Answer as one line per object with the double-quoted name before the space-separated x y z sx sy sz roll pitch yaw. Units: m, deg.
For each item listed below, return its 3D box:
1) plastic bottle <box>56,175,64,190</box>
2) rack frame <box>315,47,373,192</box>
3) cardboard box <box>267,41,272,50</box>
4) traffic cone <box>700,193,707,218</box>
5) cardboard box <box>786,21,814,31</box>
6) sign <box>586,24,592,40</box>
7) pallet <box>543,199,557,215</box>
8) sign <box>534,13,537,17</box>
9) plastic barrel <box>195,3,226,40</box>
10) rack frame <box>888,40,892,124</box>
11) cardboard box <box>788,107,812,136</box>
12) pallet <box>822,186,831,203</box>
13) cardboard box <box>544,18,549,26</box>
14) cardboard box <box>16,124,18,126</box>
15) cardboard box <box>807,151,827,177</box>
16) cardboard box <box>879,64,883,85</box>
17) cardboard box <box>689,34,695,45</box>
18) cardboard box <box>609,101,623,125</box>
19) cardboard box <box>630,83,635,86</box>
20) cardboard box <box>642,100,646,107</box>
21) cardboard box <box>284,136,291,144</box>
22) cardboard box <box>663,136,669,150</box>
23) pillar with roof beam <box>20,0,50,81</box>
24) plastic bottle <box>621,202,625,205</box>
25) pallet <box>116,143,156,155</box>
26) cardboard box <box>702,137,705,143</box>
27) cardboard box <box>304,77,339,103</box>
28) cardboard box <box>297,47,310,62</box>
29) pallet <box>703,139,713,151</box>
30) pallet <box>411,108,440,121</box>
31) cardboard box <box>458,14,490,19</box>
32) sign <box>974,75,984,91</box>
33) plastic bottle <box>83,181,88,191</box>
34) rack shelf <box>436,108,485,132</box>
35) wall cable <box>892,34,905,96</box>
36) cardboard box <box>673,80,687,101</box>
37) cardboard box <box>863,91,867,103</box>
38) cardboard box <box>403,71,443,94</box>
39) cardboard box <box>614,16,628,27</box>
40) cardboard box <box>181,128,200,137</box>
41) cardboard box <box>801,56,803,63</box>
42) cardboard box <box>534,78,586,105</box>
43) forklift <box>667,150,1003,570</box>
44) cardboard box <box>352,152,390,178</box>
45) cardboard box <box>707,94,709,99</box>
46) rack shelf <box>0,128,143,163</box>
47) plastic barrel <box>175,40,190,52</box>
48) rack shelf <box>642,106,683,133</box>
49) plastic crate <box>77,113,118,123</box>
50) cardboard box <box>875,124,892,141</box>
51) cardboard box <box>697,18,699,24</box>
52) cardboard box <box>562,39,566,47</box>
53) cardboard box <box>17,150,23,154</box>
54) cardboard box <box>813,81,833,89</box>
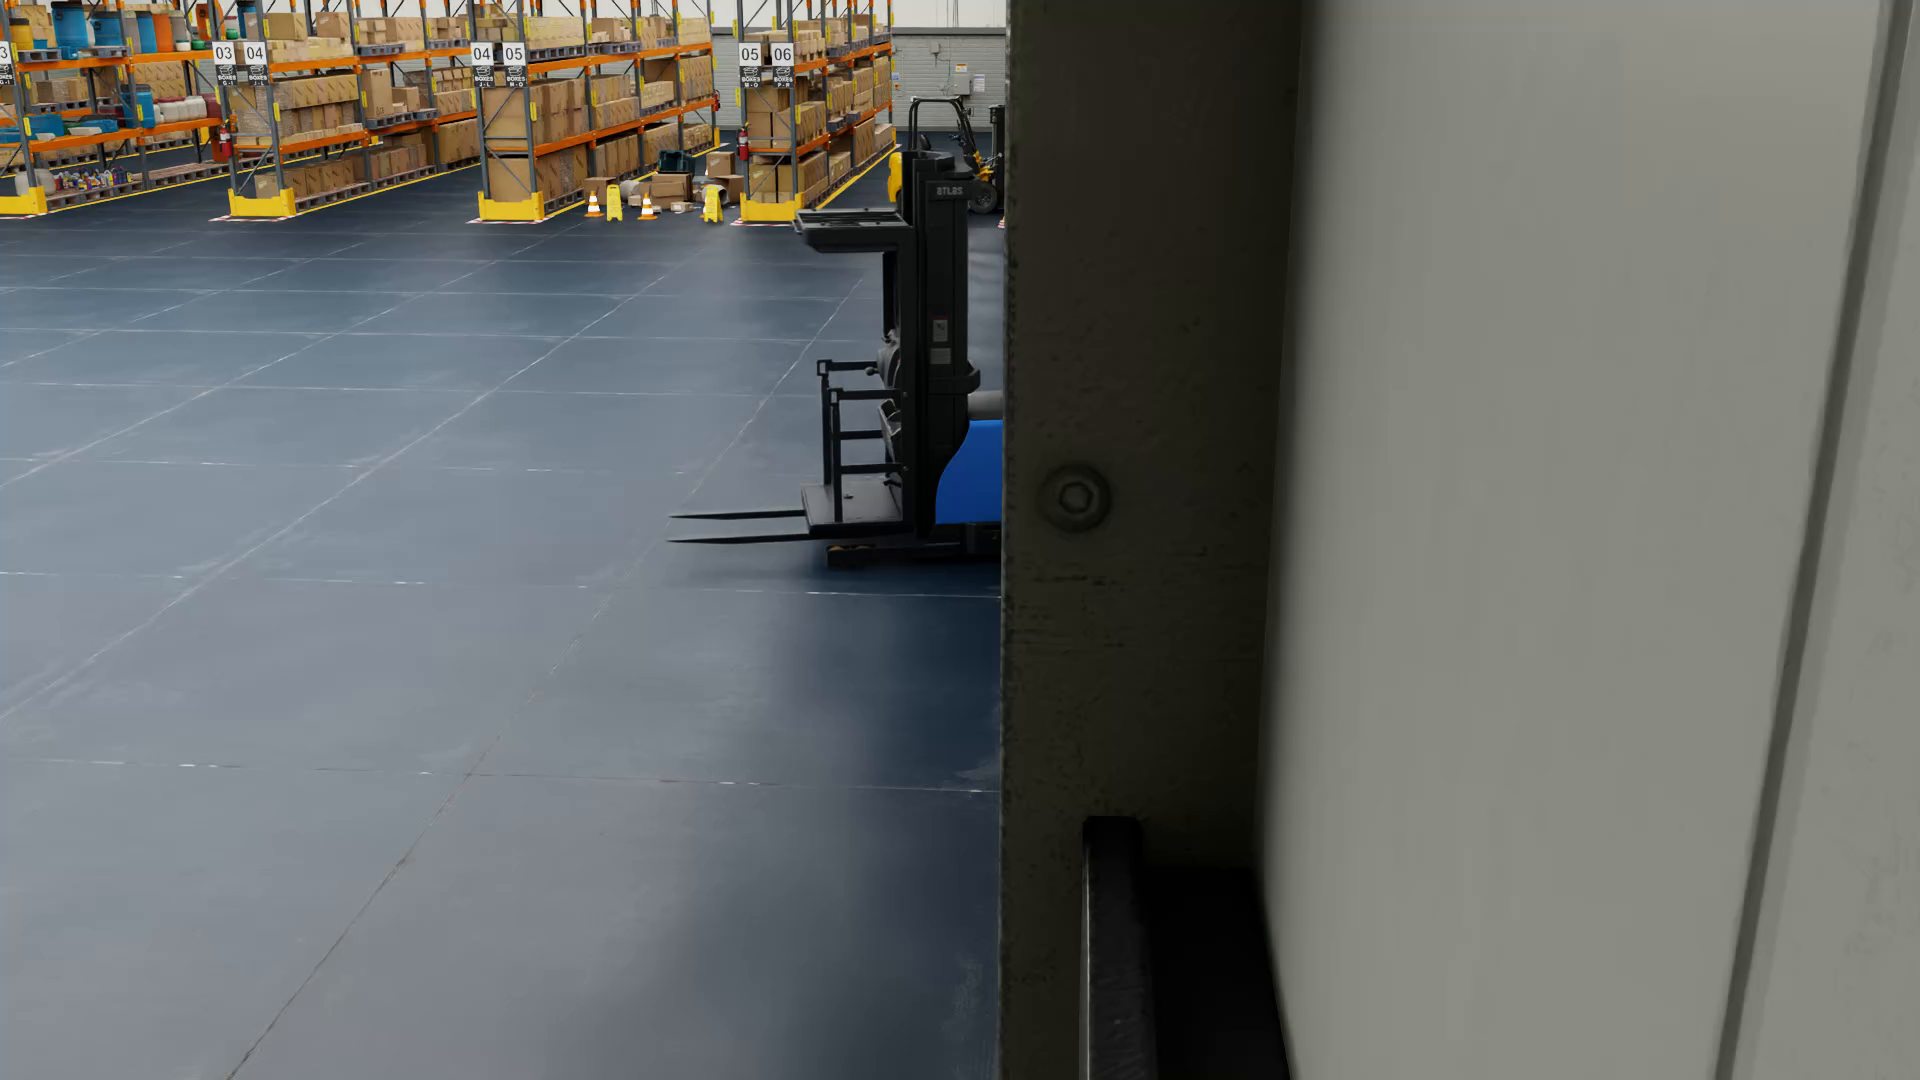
"plastic bottle" -18.513 -7.351 34.195 0.061 0.283 0.133 1 18 4
"rack frame" -13.132 -8.909 35.294 1.000 3.000 0.127 1 18 4
"cardboard box" -13.168 -9.290 31.242 0.380 0.149 0.250 1 18 4
"traffic cone" -4.790 -6.402 31.718 0.336 0.463 0.334 1 18 4
"cardboard box" -3.333 -10.662 34.590 0.500 0.250 0.500 2 18 5
"sign" -7.638 -10.463 34.264 0.100 0.325 0.005 1 18 4
"pallet" -8.499 -6.449 32.266 1.003 0.211 1.213 1 18 4
"sign" -11.731 -14.428 46.025 0.100 0.325 0.005 1 18 4
"plastic barrel" -17.742 -12.267 39.361 0.600 0.830 0.708 1 18 4
"rack frame" -2.387 -12.414 45.993 1.000 3.000 0.127 1 18 4
"cardboard box" -3.154 -8.094 32.169 0.500 0.500 0.500 1 18 3
"pallet" -3.260 -7.153 34.414 1.003 0.211 1.213 1 18 4
"cardboard box" -8.064 -9.869 31.694 0.380 0.149 0.250 1 18 3
"cardboard box" -27.044 -11.759 47.334 0.700 0.500 0.500 1 18 4
"cardboard box" -3.022 -7.747 34.285 0.500 0.500 0.500 1 18 3
"cardboard box" -2.308 -12.153 43.428 0.500 0.500 0.500 2 18 5
"cardboard box" -7.238 -13.060 43.387 0.500 0.250 0.500 2 18 6
"cardboard box" -7.775 -9.441 36.758 0.500 0.500 0.500 2 18 5
"cardboard box" -8.178 -11.179 40.995 0.380 0.149 0.250 1 18 3
"cardboard box" -7.652 -10.307 39.290 0.380 0.149 0.250 2 18 7
"cardboard box" -13.123 -7.707 32.031 0.380 0.149 0.250 1 18 4
"cardboard box" -7.498 -9.709 41.076 0.500 0.500 0.500 1 18 3
"pillar with roof beam" -23.469 -16.580 49.071 9.100 9.000 0.400 1 18 4
"plastic bottle" -6.902 -6.779 33.514 0.283 0.061 0.133 -5 19 -15
"pallet" -22.389 -10.504 44.640 1.003 0.211 1.213 1 18 4
"cardboard box" -7.144 -10.850 45.123 0.380 0.149 0.250 0 18 1
"cardboard box" -12.961 -9.116 33.683 0.500 0.500 0.500 1 18 4
"cardboard box" -13.056 -9.478 32.456 0.500 0.250 0.500 1 18 4
"pallet" -7.431 -10.893 45.829 1.003 0.211 1.213 1 18 4
"pallet" -12.790 -9.836 38.432 1.213 0.211 1.003 1 18 4
"cardboard box" -12.562 -13.358 43.059 0.700 0.500 0.500 0 18 1
"sign" 0.586 -14.082 51.235 0.329 0.494 0.001 1 18 4
"plastic bottle" -17.911 -7.244 34.002 0.097 0.201 0.097 0 18 0
"rack shelf" -12.702 -10.430 41.093 1.077 0.370 4.000 1 18 4
"wall cable" -2.006 -14.664 51.176 0.585 1.953 0.123 1 18 4
"cardboard box" -7.332 -11.588 42.833 0.500 0.500 0.500 1 18 3
"cardboard box" -2.542 -10.720 40.260 0.500 0.250 0.500 2 18 5
"cardboard box" -12.777 -10.902 39.605 0.797 0.503 0.637 2 18 6
"cardboard box" -8.064 -12.377 39.671 0.396 0.266 0.258 1 18 4
"cardboard box" -21.946 -11.705 47.135 0.500 0.500 0.500 1 18 4
"cardboard box" -3.195 -9.172 31.683 0.380 0.149 0.250 1 18 2
"cardboard box" -8.253 -9.237 34.321 0.875 0.550 0.550 1 18 4
"forklift" -0.706 -1.352 12.341 3.031 2.935 1.130 -3 18 -8
"cardboard box" -13.013 -8.268 36.646 0.700 0.500 0.500 1 18 4
"cardboard box" -7.128 -12.190 45.712 0.380 0.149 0.250 1 18 4
"rack shelf" -18.216 -8.056 33.847 1.077 0.370 4.000 1 18 4
"plastic barrel" -17.644 -11.221 37.756 0.301 0.262 0.301 0 18 0
"rack shelf" -7.762 -10.288 40.659 1.077 0.370 4.000 1 18 4
"plastic crate" -18.237 -8.830 35.153 0.767 0.338 0.504 1 18 4
"cardboard box" -2.335 -11.189 45.694 0.875 0.438 0.875 1 18 2
"cardboard box" -7.185 -13.849 44.351 0.380 0.149 0.250 1 18 3
"cardboard box" -7.989 -9.804 32.776 0.380 0.149 0.250 1 18 3
"cardboard box" -22.518 -9.364 39.526 0.500 0.311 0.500 2 18 5
"cardboard box" -2.861 -9.522 34.812 0.380 0.149 0.250 1 18 4
